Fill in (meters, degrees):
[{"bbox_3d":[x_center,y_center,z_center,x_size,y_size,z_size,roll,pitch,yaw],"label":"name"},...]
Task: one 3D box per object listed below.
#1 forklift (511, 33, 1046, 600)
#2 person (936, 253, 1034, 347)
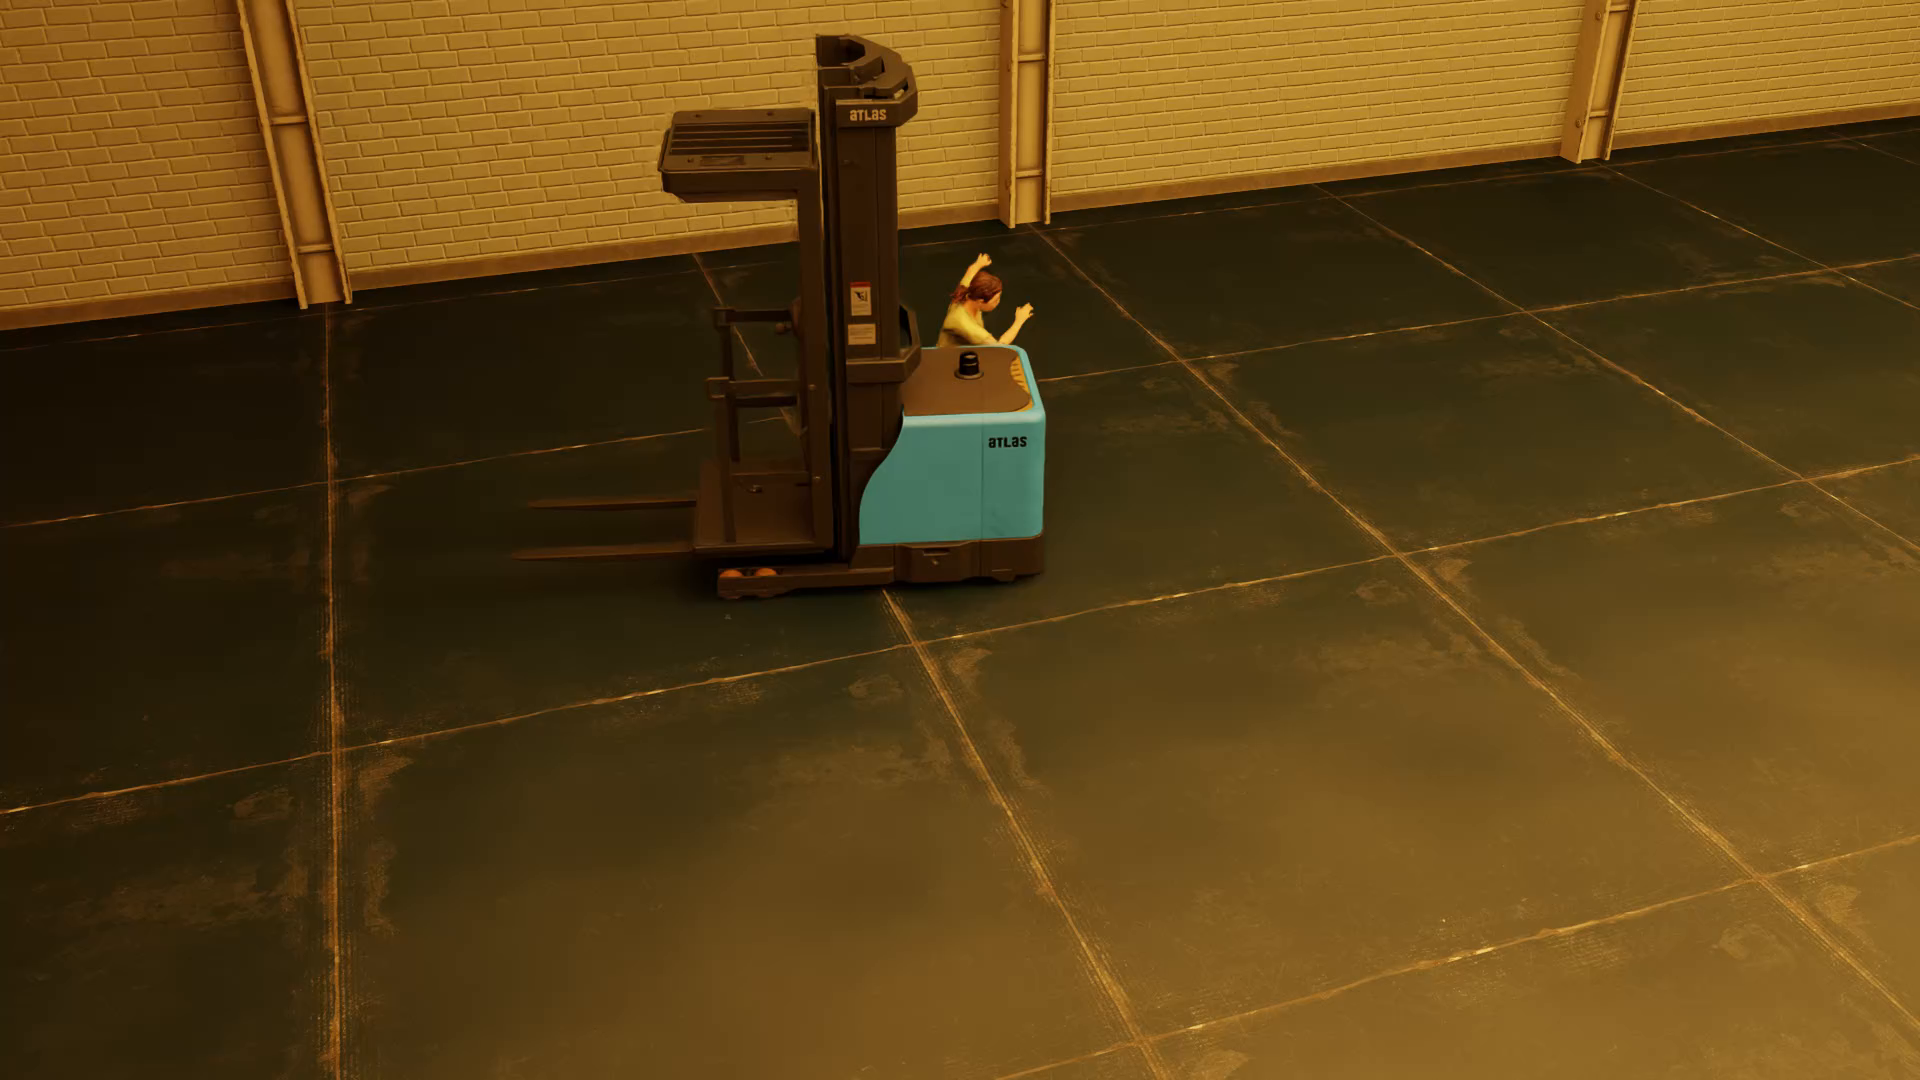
[{"bbox_3d":[-1.061,-1.208,9.186,3.031,2.935,1.130,-3,30,-4],"label":"forklift"},{"bbox_3d":[0.156,-1.122,10.567,0.627,1.309,1.378,8,31,14],"label":"person"}]
